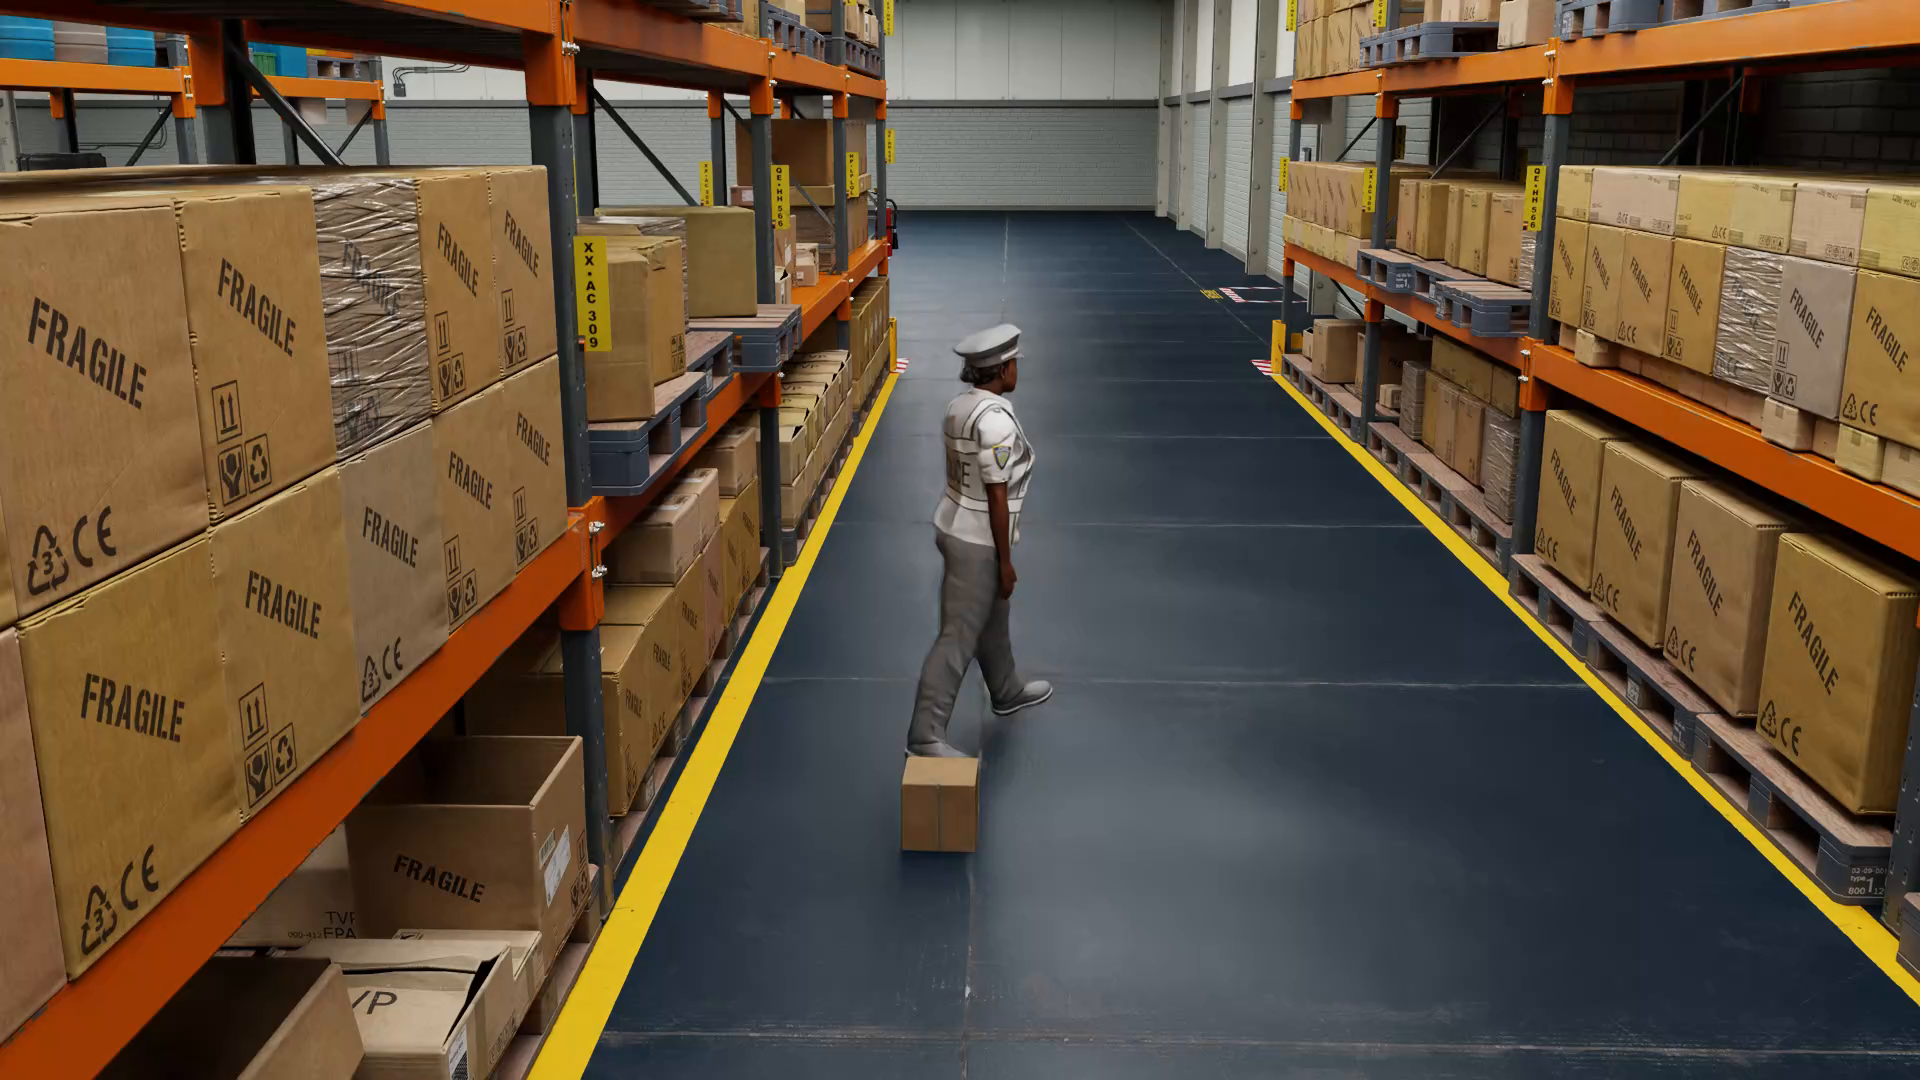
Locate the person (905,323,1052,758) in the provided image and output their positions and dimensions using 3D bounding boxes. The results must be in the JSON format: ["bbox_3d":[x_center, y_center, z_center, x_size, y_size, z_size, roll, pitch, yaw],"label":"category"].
[{"bbox_3d":[0.105,-0.008,6.445,0.746,1.659,0.662,-4,15,-16],"label":"person"}]
